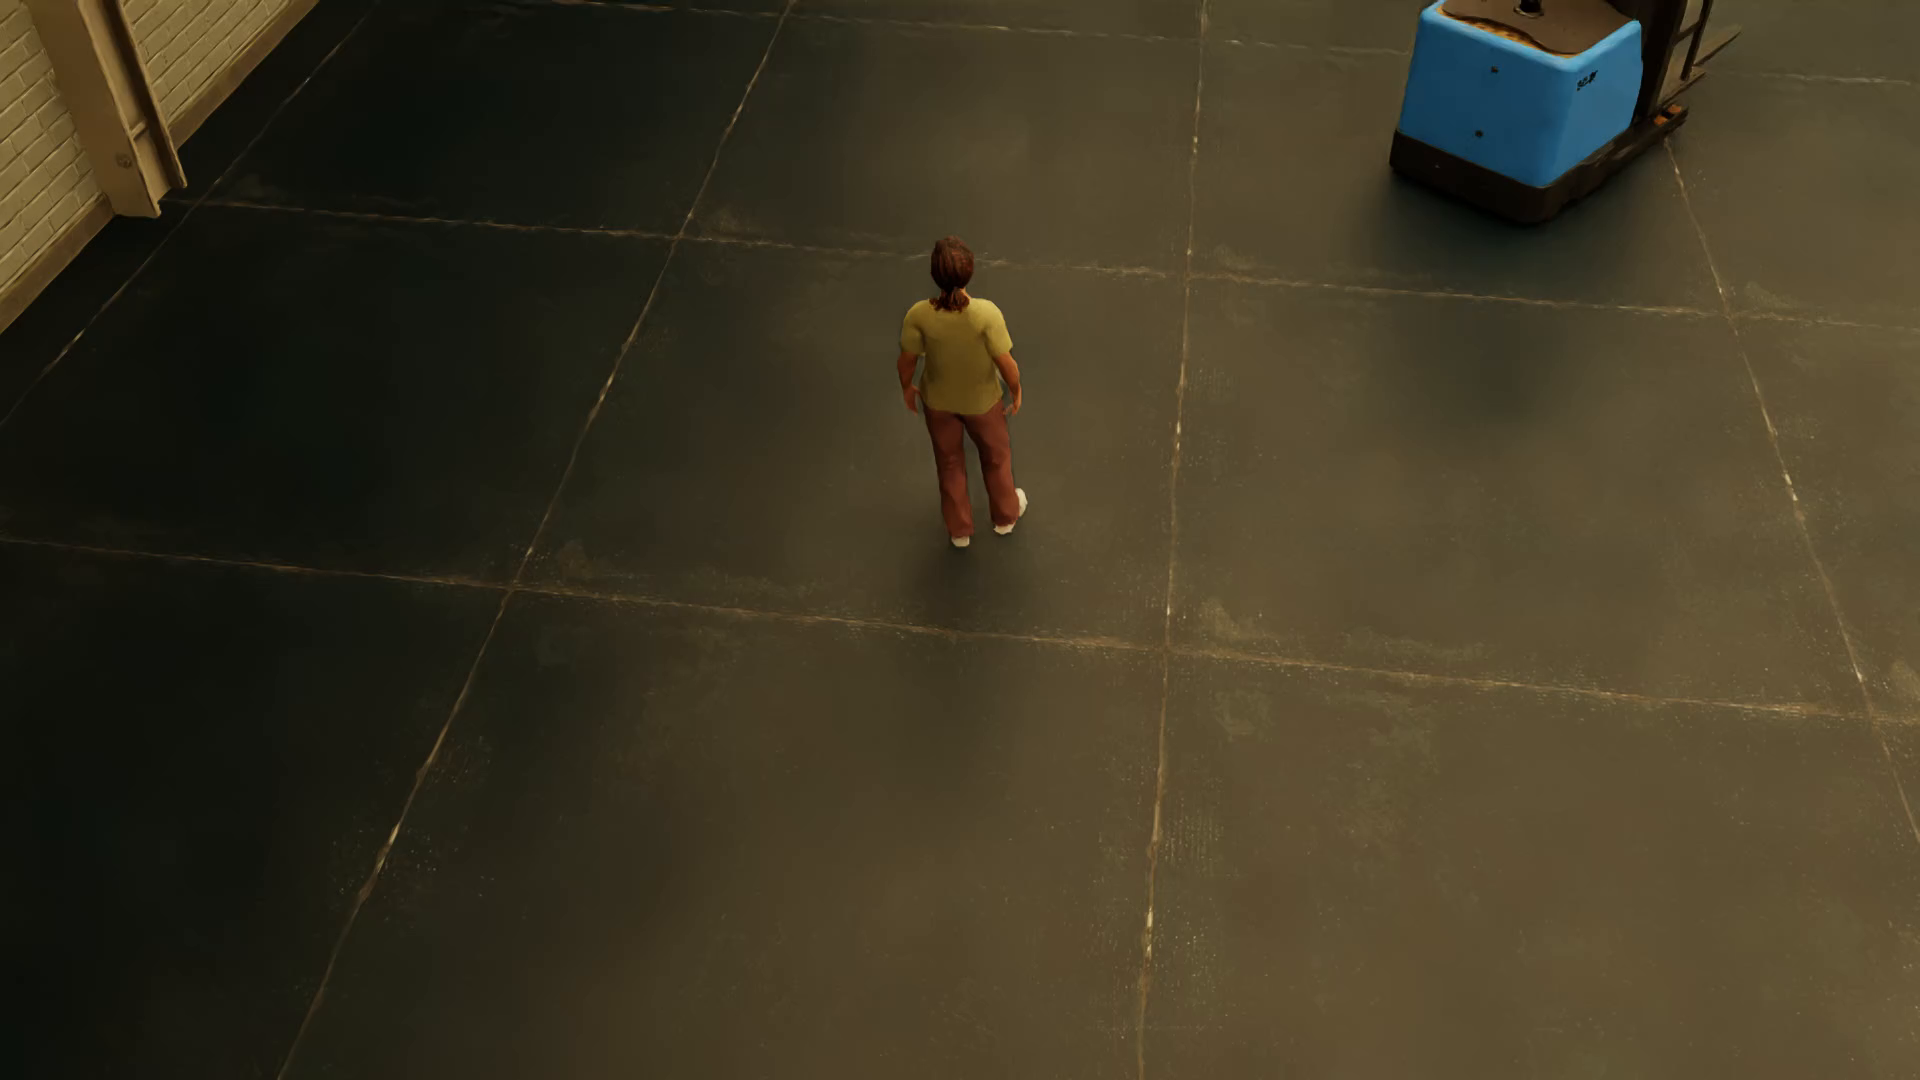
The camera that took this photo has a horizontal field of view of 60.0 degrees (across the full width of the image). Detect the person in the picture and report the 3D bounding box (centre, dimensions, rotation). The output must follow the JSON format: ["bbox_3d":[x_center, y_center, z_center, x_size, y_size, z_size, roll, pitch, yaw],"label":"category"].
[{"bbox_3d":[0.022,-0.672,7.382,0.554,1.663,0.532,5,43,6],"label":"person"}]

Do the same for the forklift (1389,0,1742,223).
[{"bbox_3d":[4.056,-3.849,9.914,1.130,2.935,3.031,34,52,31],"label":"forklift"}]
